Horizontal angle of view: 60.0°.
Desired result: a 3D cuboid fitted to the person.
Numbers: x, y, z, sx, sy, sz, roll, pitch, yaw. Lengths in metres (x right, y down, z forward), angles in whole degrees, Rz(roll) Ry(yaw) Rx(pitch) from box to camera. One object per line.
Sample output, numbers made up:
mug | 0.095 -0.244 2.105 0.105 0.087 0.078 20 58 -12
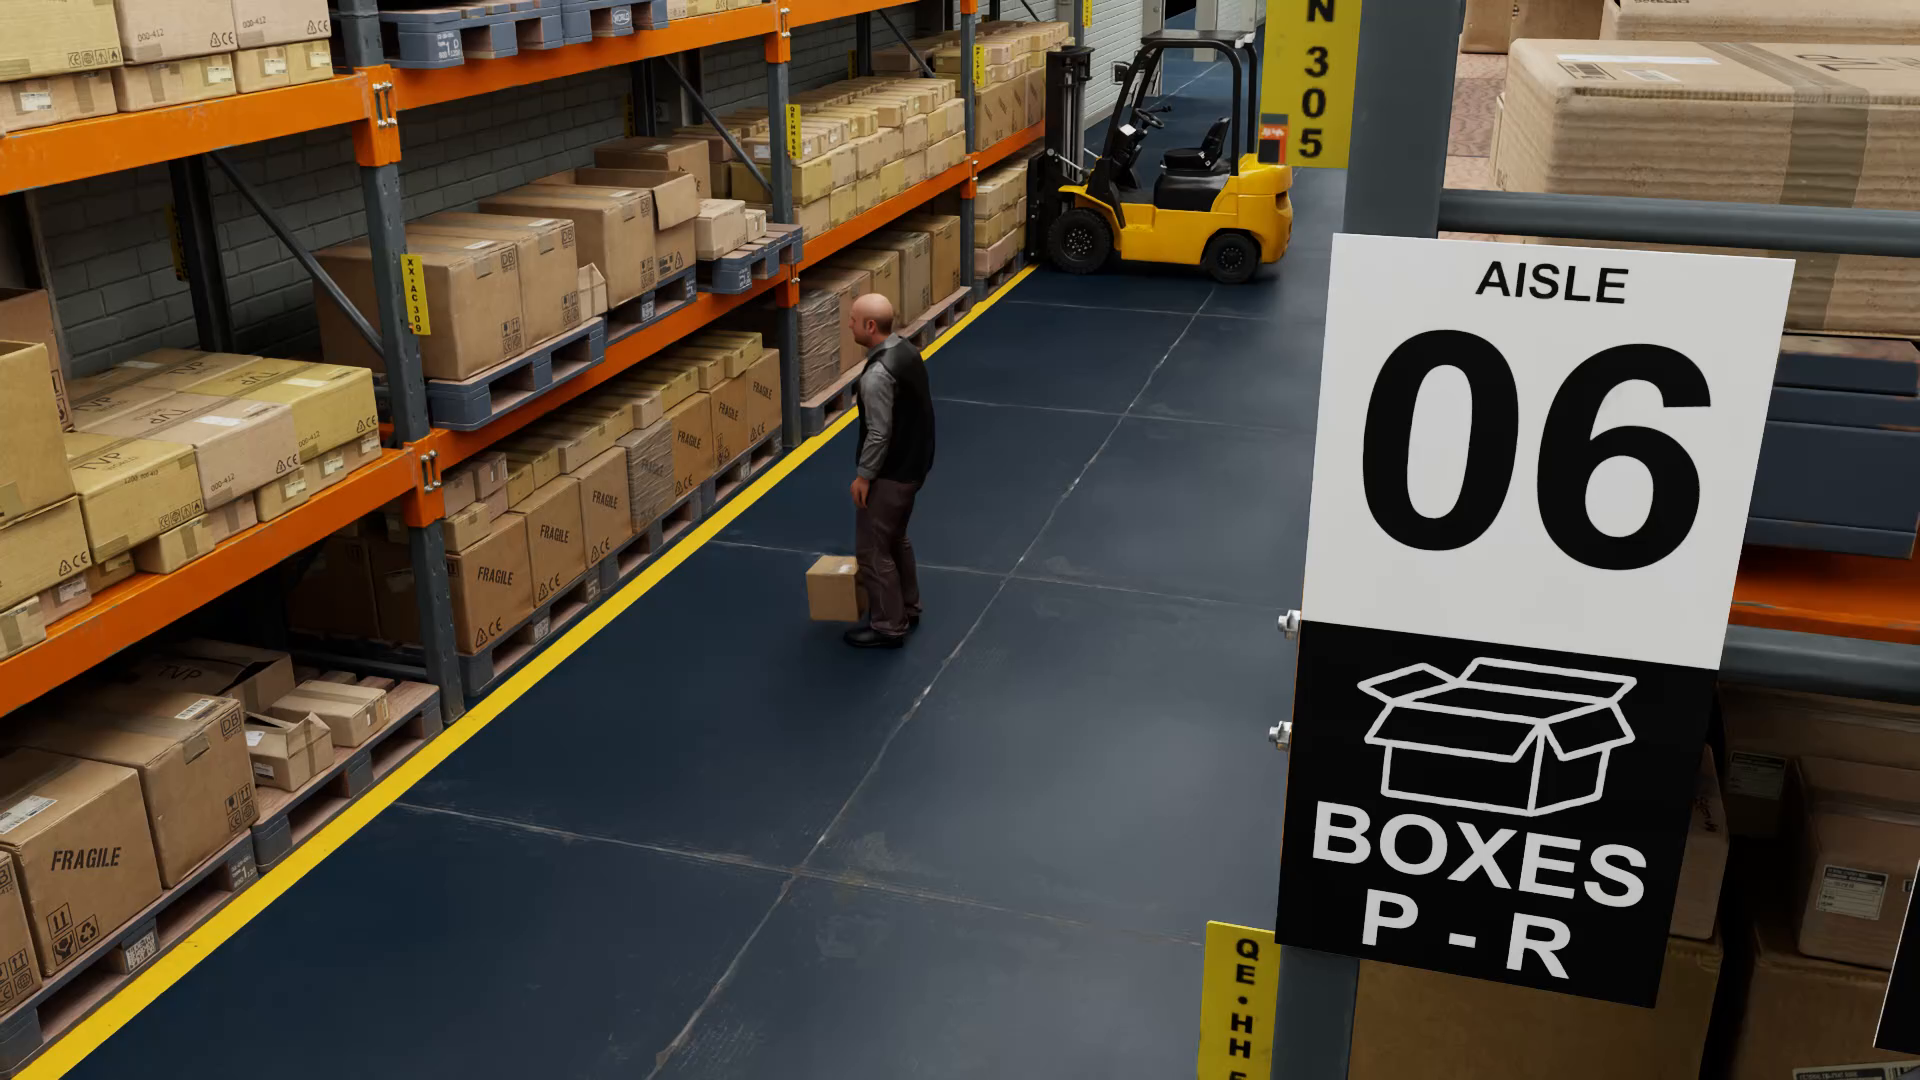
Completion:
person | -0.333 -0.328 7.938 0.423 1.722 0.568 6 22 14
